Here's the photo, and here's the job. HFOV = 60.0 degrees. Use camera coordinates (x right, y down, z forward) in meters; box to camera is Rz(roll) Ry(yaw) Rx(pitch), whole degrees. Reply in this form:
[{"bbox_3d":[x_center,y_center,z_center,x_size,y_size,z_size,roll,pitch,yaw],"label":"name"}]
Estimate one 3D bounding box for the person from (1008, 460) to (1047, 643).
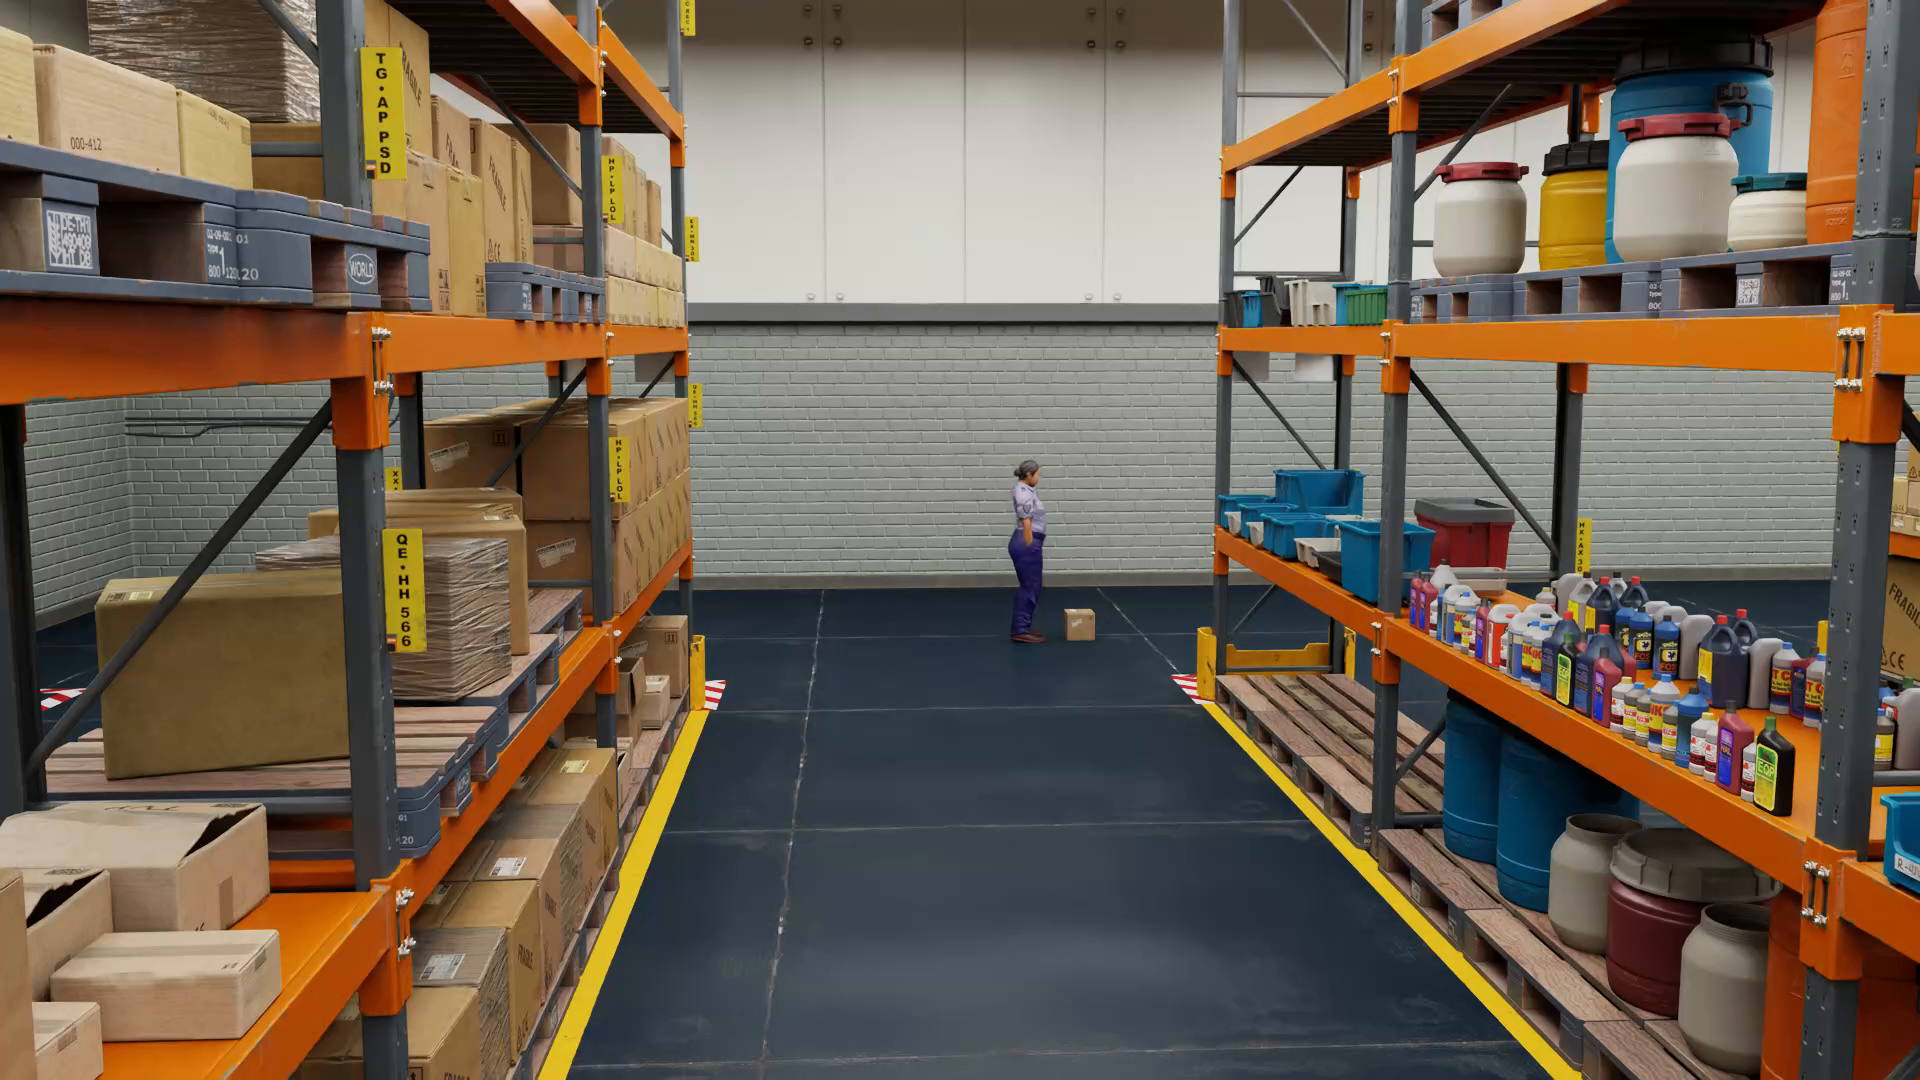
[{"bbox_3d":[0.609,0.093,15.116,0.340,1.643,0.473,0,7,-3],"label":"person"}]
